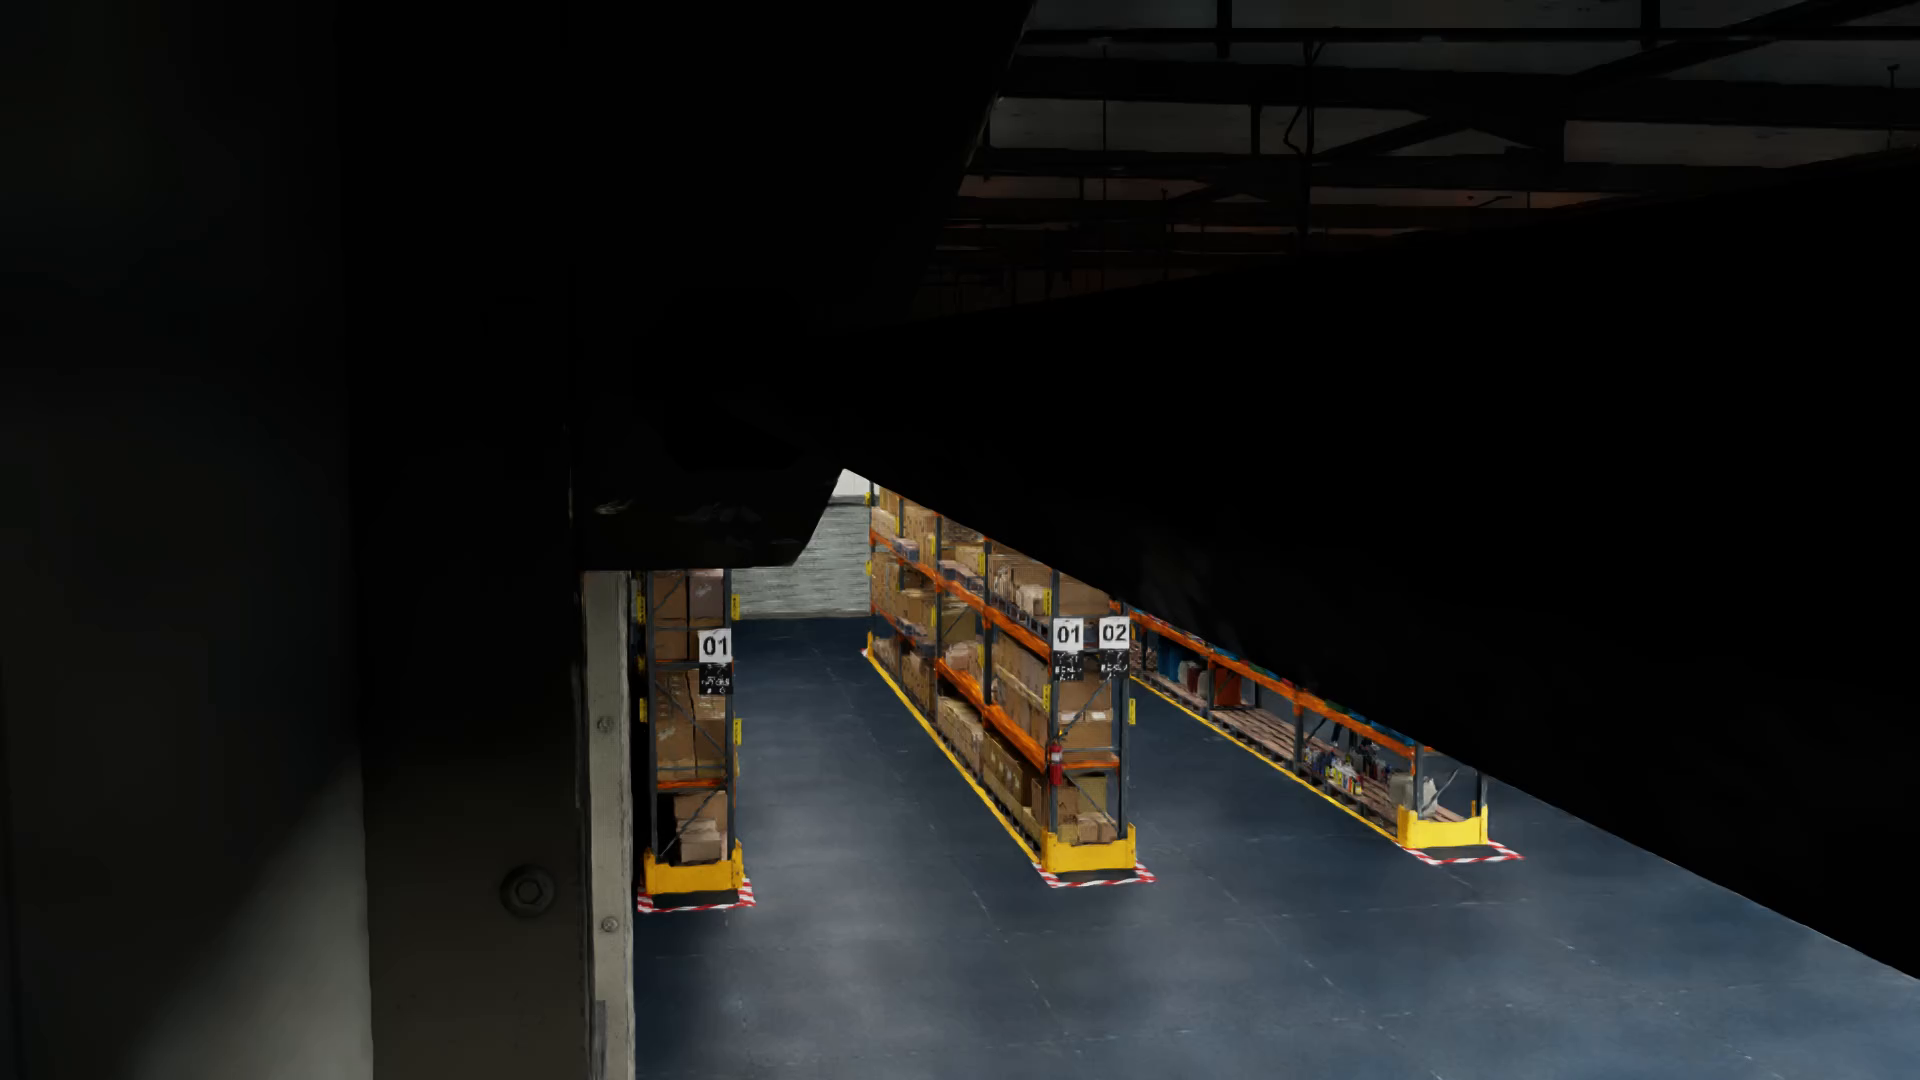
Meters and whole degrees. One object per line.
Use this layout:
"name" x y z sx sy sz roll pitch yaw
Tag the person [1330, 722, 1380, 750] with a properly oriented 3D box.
"person" 6.513 2.693 27.485 0.569 1.530 0.774 -3 7 -29
